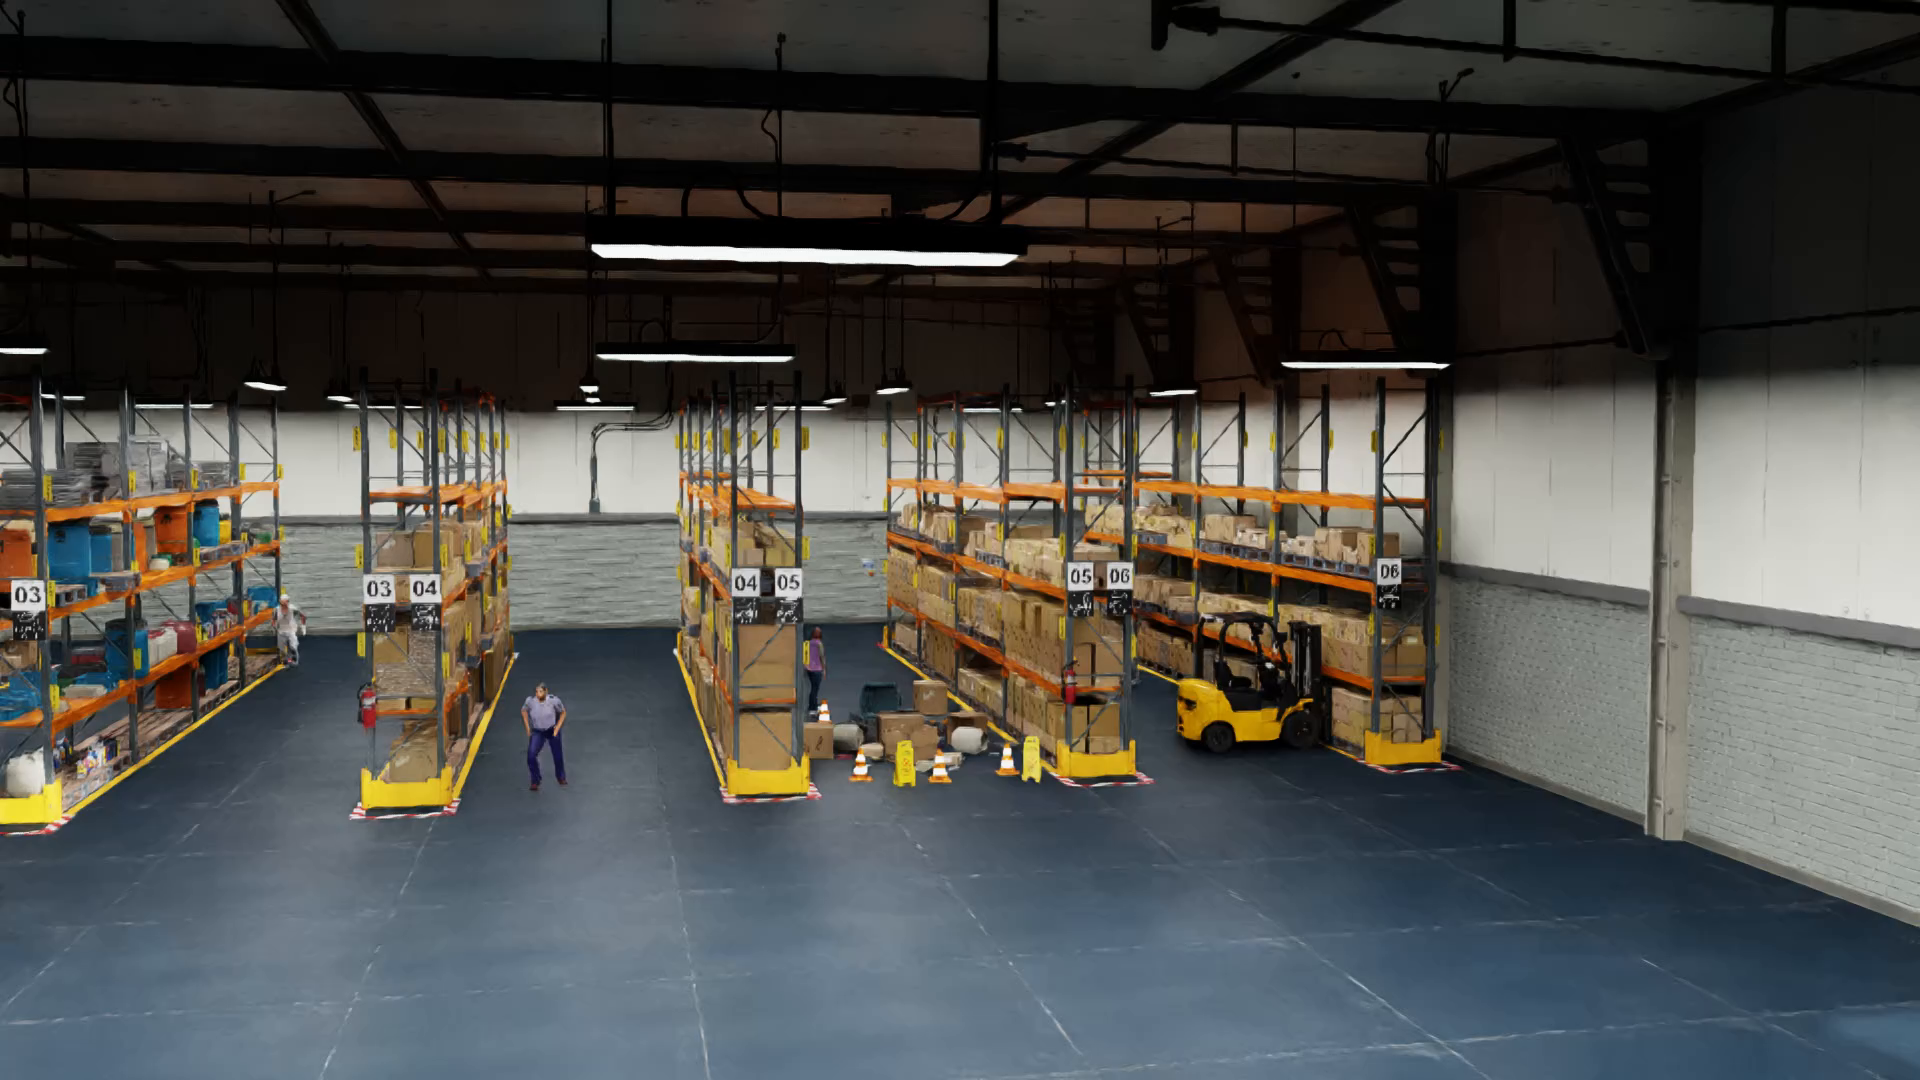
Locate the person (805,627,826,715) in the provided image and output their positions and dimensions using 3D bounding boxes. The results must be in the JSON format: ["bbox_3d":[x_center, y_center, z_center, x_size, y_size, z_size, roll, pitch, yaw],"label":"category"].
[{"bbox_3d":[-2.621,2.400,30.408,0.491,1.557,0.500,-3,4,-38],"label":"person"}]

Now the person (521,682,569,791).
[{"bbox_3d":[-6.007,2.796,24.032,0.650,1.568,0.669,0,3,-8],"label":"person"}]

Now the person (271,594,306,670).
[{"bbox_3d":[-14.625,2.008,36.168,0.690,1.708,0.752,0,3,-7],"label":"person"}]

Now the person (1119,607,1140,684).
[{"bbox_3d":[3.522,2.164,34.519,0.467,1.626,0.467,1,3,10],"label":"person"}]
